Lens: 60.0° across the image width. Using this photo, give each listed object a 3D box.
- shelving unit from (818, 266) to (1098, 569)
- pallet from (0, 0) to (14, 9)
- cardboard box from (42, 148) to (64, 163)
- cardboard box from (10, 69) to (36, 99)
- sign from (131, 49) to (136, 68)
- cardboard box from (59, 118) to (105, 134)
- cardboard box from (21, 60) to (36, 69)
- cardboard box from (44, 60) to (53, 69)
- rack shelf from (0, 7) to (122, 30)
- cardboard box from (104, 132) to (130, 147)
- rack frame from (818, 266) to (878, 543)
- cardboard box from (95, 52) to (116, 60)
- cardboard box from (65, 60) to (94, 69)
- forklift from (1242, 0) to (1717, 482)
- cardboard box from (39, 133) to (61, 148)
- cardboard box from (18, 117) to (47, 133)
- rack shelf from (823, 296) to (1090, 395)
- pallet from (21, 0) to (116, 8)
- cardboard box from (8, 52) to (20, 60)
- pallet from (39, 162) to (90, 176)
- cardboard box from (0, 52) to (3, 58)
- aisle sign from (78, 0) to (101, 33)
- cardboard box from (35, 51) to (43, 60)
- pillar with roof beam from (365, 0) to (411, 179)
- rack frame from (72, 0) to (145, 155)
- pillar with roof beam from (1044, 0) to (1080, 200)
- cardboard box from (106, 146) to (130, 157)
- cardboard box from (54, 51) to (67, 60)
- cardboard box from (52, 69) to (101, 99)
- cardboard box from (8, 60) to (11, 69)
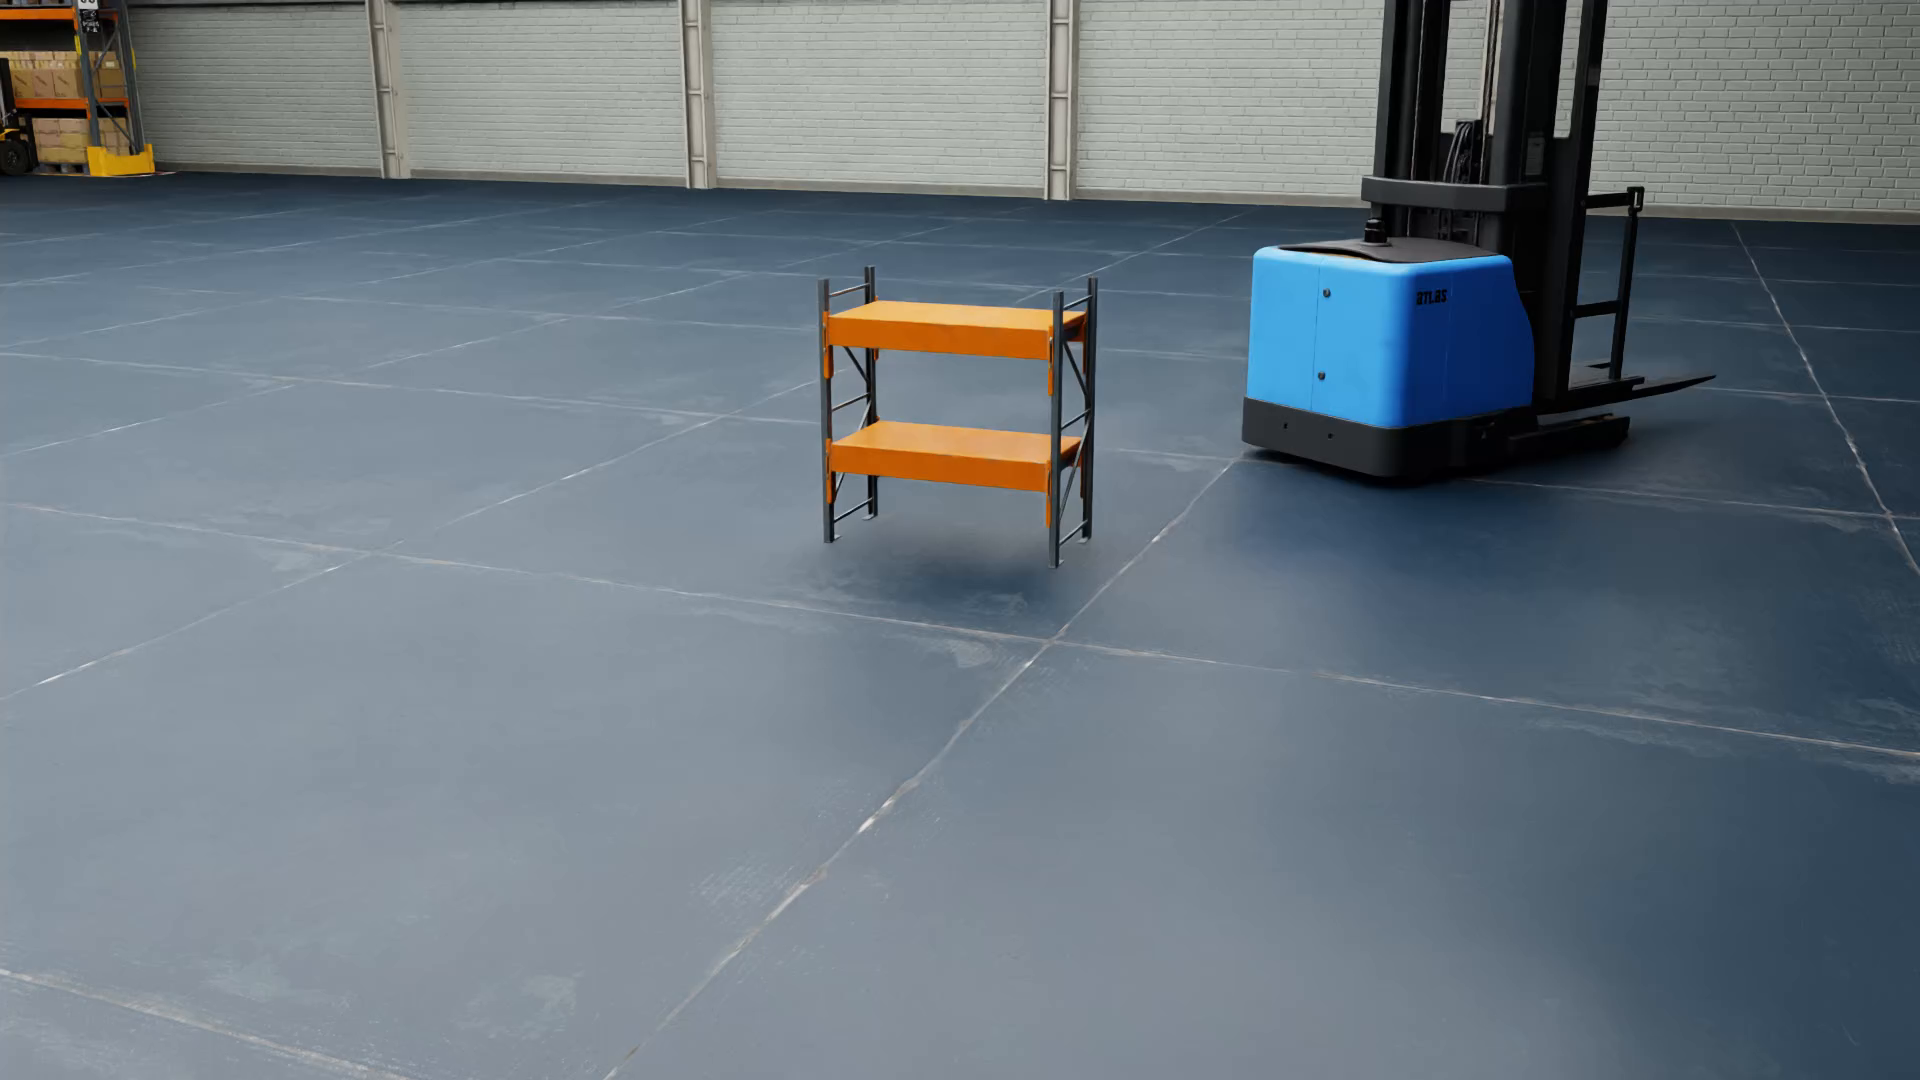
[{"bbox_3d":[-0.006,-0.541,7.019,1.048,1.125,0.538,6,17,21],"label":"shelving unit"},{"bbox_3d":[-17.880,-9.707,30.010,1.213,0.211,1.003,6,17,21],"label":"pallet"},{"bbox_3d":[-15.974,-6.882,29.676,0.500,0.250,0.500,6,17,21],"label":"cardboard box"},{"bbox_3d":[-16.472,-8.119,29.580,0.500,0.500,0.500,6,17,20],"label":"cardboard box"},{"bbox_3d":[-14.752,-8.578,29.646,0.005,0.325,0.100,6,17,21],"label":"sign"},{"bbox_3d":[-15.504,-7.308,29.353,0.500,0.250,0.500,7,18,22],"label":"cardboard box"},{"bbox_3d":[-16.347,-8.407,29.411,0.250,0.149,0.380,6,17,19],"label":"cardboard box"},{"bbox_3d":[-15.855,-8.364,29.261,0.250,0.149,0.380,7,17,22],"label":"cardboard box"},{"bbox_3d":[-16.822,-9.280,29.671,4.000,0.370,1.077,6,17,21],"label":"rack shelf"},{"bbox_3d":[-15.323,-7.204,29.891,0.500,0.250,0.500,7,17,22],"label":"cardboard box"},{"bbox_3d":[-0.479,-0.593,7.198,0.032,1.125,0.500,6,17,21],"label":"rack frame"},{"bbox_3d":[-15.196,-8.573,29.448,0.250,0.149,0.380,6,17,20],"label":"cardboard box"},{"bbox_3d":[-15.387,-8.303,29.052,0.250,0.149,0.380,7,17,21],"label":"cardboard box"},{"bbox_3d":[2.975,-1.988,8.763,3.031,2.935,1.130,-11,20,-33],"label":"forklift"},{"bbox_3d":[-15.992,-7.125,29.618,0.500,0.250,0.500,6,17,20],"label":"cardboard box"},{"bbox_3d":[-16.455,-7.408,29.697,0.500,0.250,0.500,7,17,21],"label":"cardboard box"},{"bbox_3d":[-0.006,-0.822,6.938,1.000,0.278,0.538,6,17,21],"label":"rack shelf"},{"bbox_3d":[-15.610,-9.458,29.151,1.213,0.211,1.003,6,17,21],"label":"pallet"},{"bbox_3d":[-16.596,-8.570,29.437,0.250,0.149,0.380,7,17,22],"label":"cardboard box"},{"bbox_3d":[-15.688,-6.709,29.905,1.213,0.211,1.003,6,17,21],"label":"pallet"},{"bbox_3d":[-17.029,-8.651,29.715,0.250,0.149,0.380,6,17,21],"label":"cardboard box"},{"bbox_3d":[-15.008,-9.146,28.636,0.004,0.787,0.394,6,17,21],"label":"aisle sign"},{"bbox_3d":[-16.071,-8.547,29.358,0.250,0.149,0.380,6,17,21],"label":"cardboard box"},{"bbox_3d":[-11.277,-9.437,23.538,0.400,9.000,9.100,6,17,21],"label":"pillar with roof beam"},{"bbox_3d":[-14.962,-7.981,29.284,0.127,3.000,1.000,6,17,21],"label":"rack frame"},{"bbox_3d":[-0.114,-8.209,19.310,0.400,9.000,9.100,6,17,21],"label":"pillar with roof beam"},{"bbox_3d":[-15.347,-6.963,29.957,0.500,0.250,0.500,6,17,21],"label":"cardboard box"},{"bbox_3d":[-15.613,-8.482,29.136,0.250,0.149,0.380,6,17,21],"label":"cardboard box"},{"bbox_3d":[-15.516,-8.011,29.209,0.500,0.500,0.500,6,17,19],"label":"cardboard box"},{"bbox_3d":[-16.788,-8.477,29.650,0.250,0.149,0.380,6,17,20],"label":"cardboard box"}]
